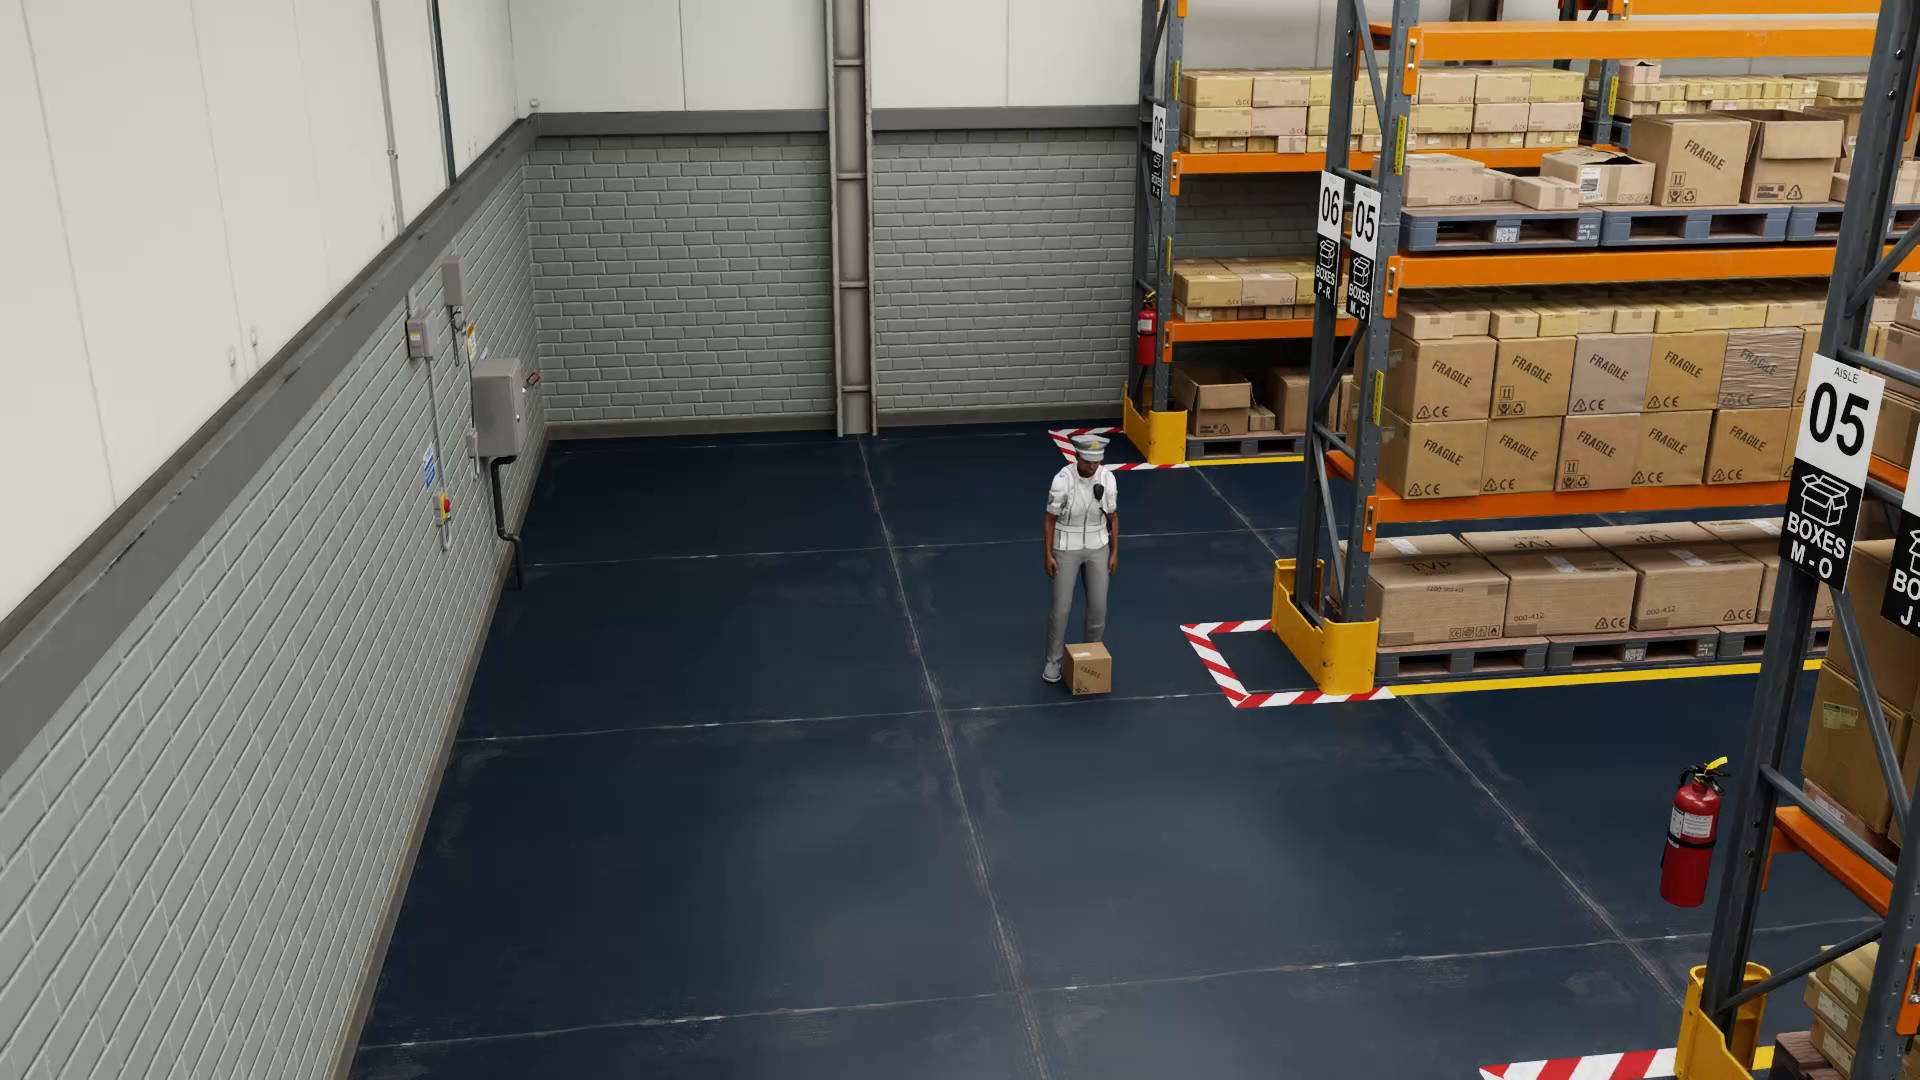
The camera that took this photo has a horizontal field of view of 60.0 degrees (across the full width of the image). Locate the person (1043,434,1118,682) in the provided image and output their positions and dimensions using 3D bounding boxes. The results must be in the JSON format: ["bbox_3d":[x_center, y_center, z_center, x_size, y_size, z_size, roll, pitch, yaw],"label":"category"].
[{"bbox_3d":[0.784,0.097,10.813,0.504,1.658,0.395,-3,20,-7],"label":"person"}]
